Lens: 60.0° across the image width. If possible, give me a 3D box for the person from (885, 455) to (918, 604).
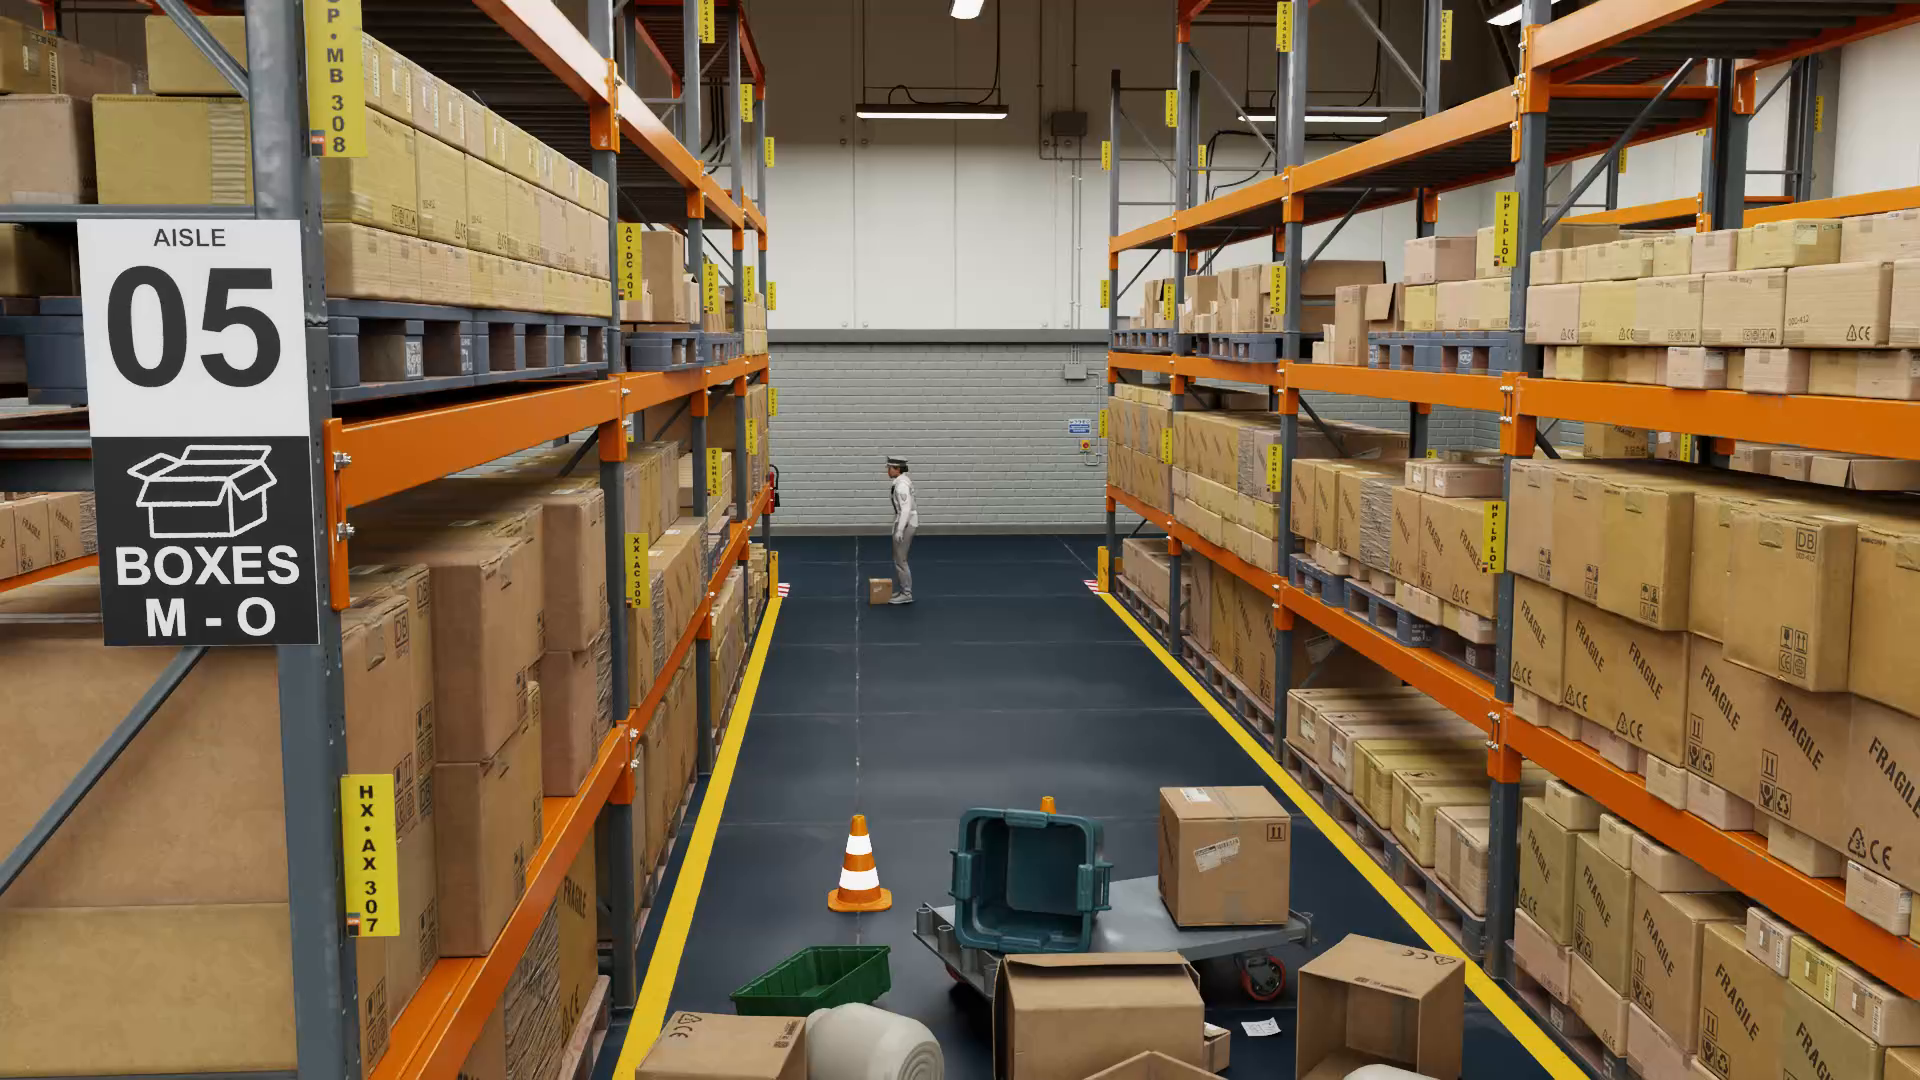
[{"bbox_3d":[-0.659,-0.124,18.743,0.370,1.666,0.545,-1,7,-6],"label":"person"}]
